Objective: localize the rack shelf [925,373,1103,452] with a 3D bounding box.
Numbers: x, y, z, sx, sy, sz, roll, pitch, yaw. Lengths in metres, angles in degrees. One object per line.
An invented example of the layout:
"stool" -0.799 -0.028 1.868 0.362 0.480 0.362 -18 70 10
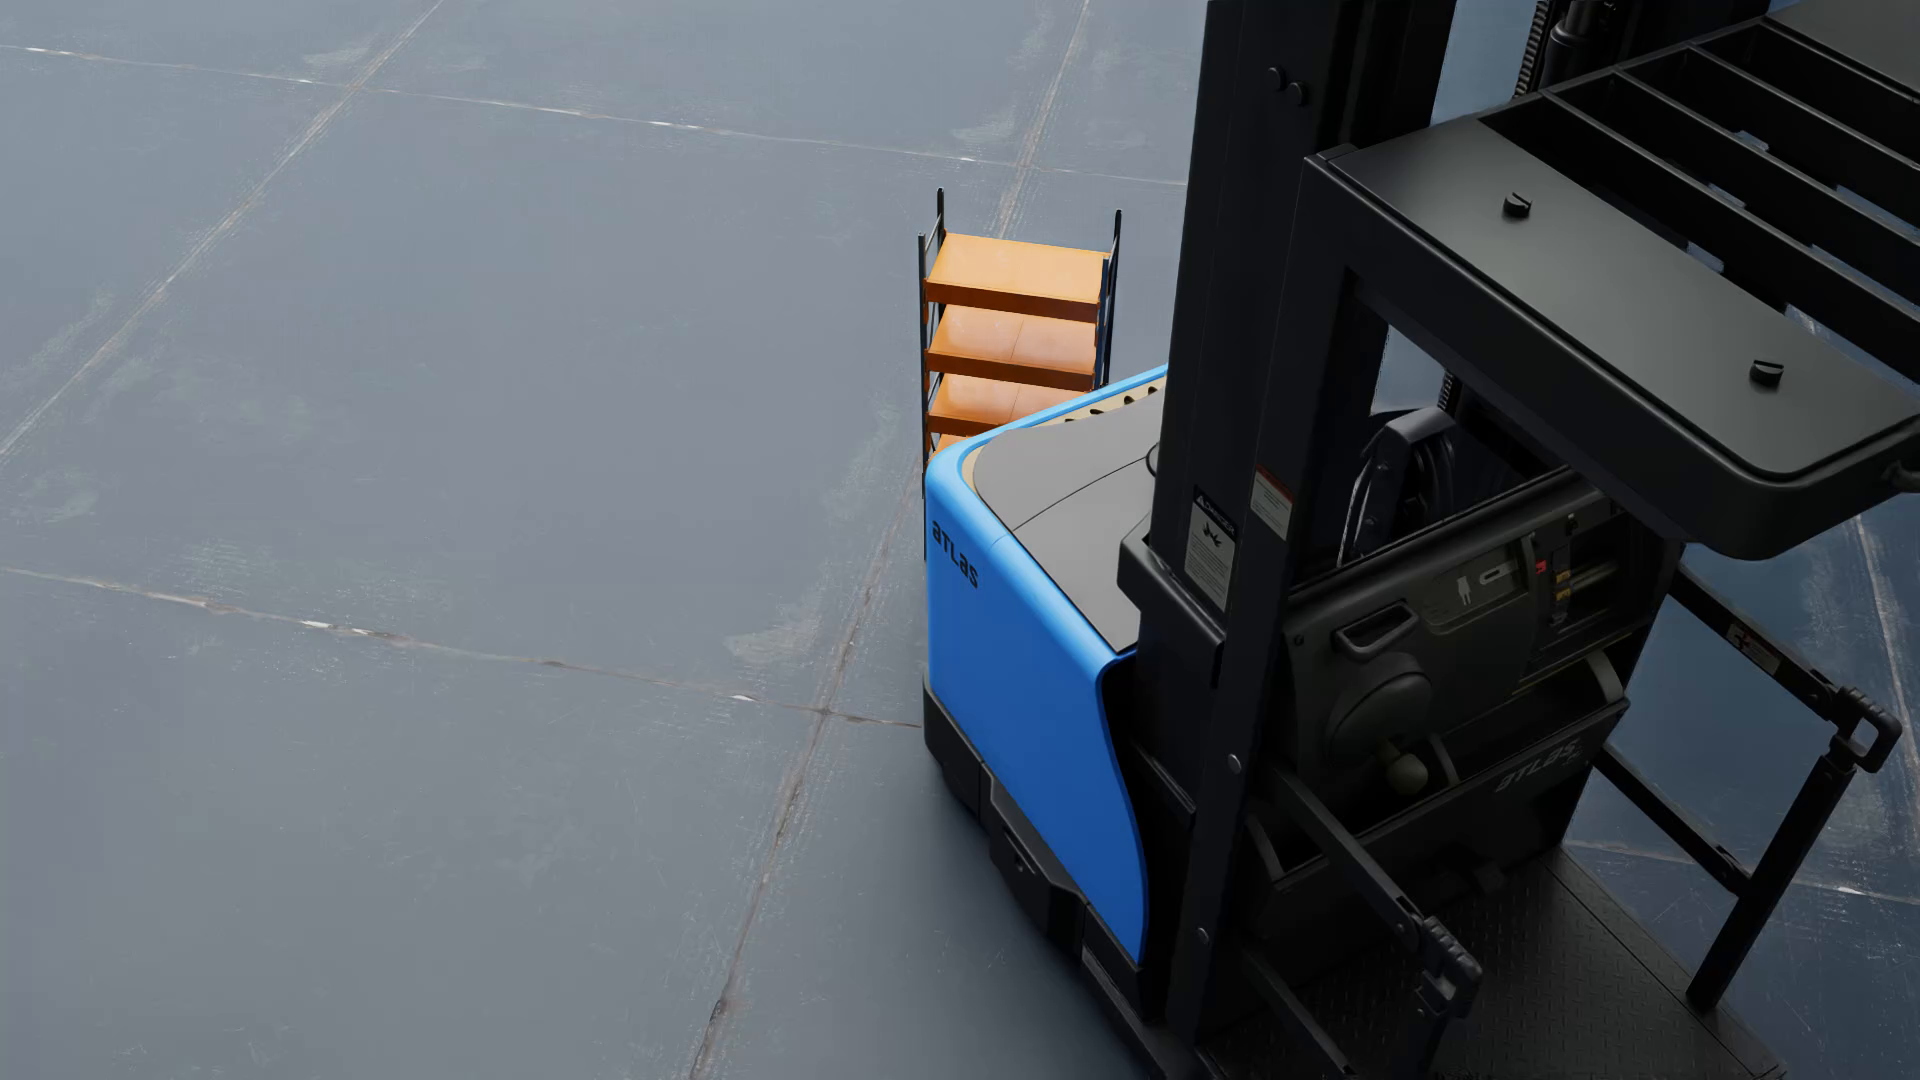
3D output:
"rack shelf" 0.162 -0.359 4.855 0.480 0.148 0.258 9 45 9

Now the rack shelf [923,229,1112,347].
"rack shelf" 0.162 -0.690 4.535 0.480 0.148 0.258 9 45 9

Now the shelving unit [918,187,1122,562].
"shelving unit" 0.162 -0.407 4.808 0.503 1.200 0.258 9 45 9

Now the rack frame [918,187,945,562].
"rack frame" -0.077 -0.444 4.846 0.015 1.200 0.240 9 45 9

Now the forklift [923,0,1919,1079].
"forklift" 1.074 0.233 2.894 1.130 2.935 3.031 -22 48 -21

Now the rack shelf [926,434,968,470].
"rack shelf" 0.162 -0.216 4.992 0.480 0.148 0.258 9 45 9

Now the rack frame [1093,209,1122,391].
"rack frame" 0.400 -0.370 4.769 0.015 1.200 0.240 9 45 9

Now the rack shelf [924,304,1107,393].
"rack shelf" 0.162 -0.520 4.699 0.480 0.148 0.258 9 45 9
